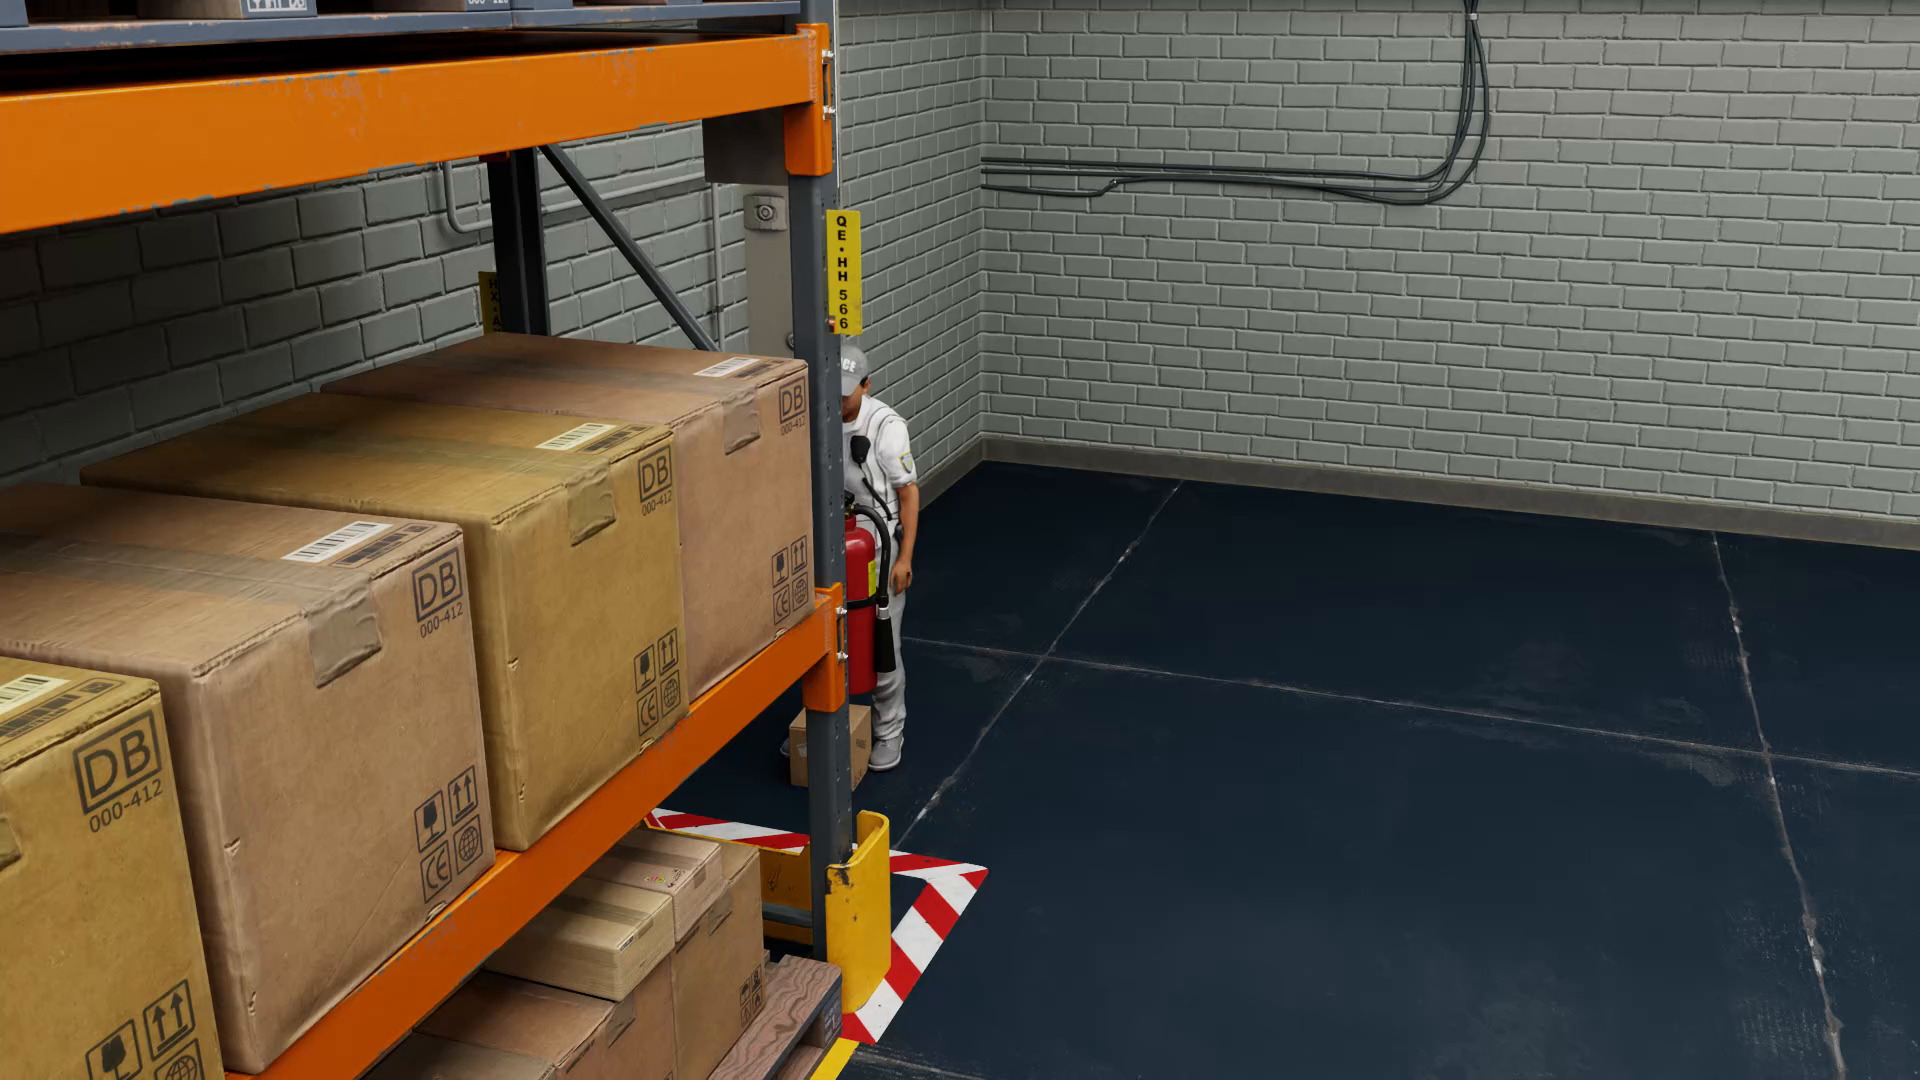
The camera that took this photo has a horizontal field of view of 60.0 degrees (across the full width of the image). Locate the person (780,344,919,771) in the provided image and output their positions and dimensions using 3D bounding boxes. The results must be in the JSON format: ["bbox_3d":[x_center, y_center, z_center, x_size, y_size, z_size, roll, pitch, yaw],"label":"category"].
[{"bbox_3d":[-0.427,0.056,6.386,0.538,1.666,0.465,7,20,19],"label":"person"}]
